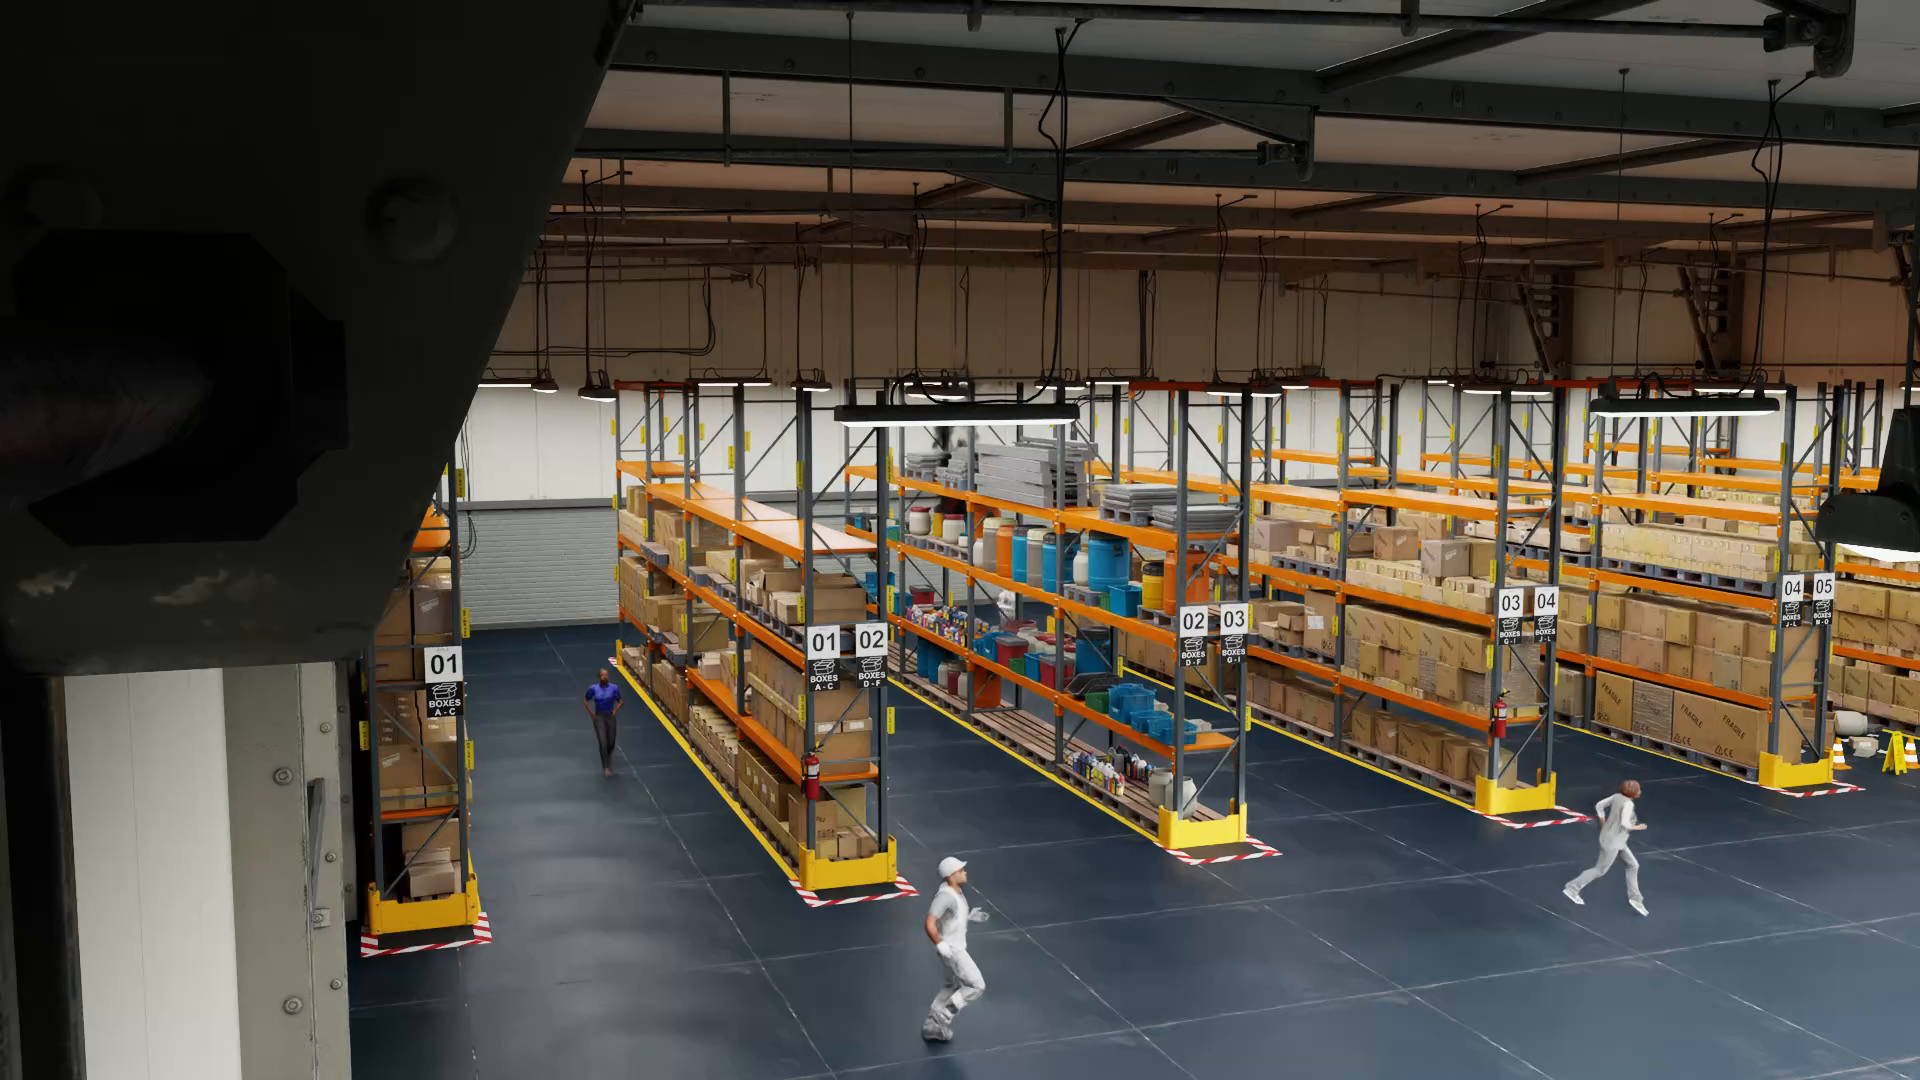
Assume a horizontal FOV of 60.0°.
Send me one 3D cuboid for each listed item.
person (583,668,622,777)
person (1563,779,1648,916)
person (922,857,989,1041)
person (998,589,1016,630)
[{"bbox_3d":[-5.525,2.803,25.795,0.585,1.639,0.705,-2,6,-21],"label":"person"},{"bbox_3d":[7.462,3.532,19.148,0.951,1.596,0.539,1,6,13],"label":"person"},{"bbox_3d":[-0.045,3.818,15.532,0.627,1.740,0.656,0,6,1],"label":"person"},{"bbox_3d":[0.995,1.603,34.055,0.562,1.734,0.812,-3,7,-24],"label":"person"}]
